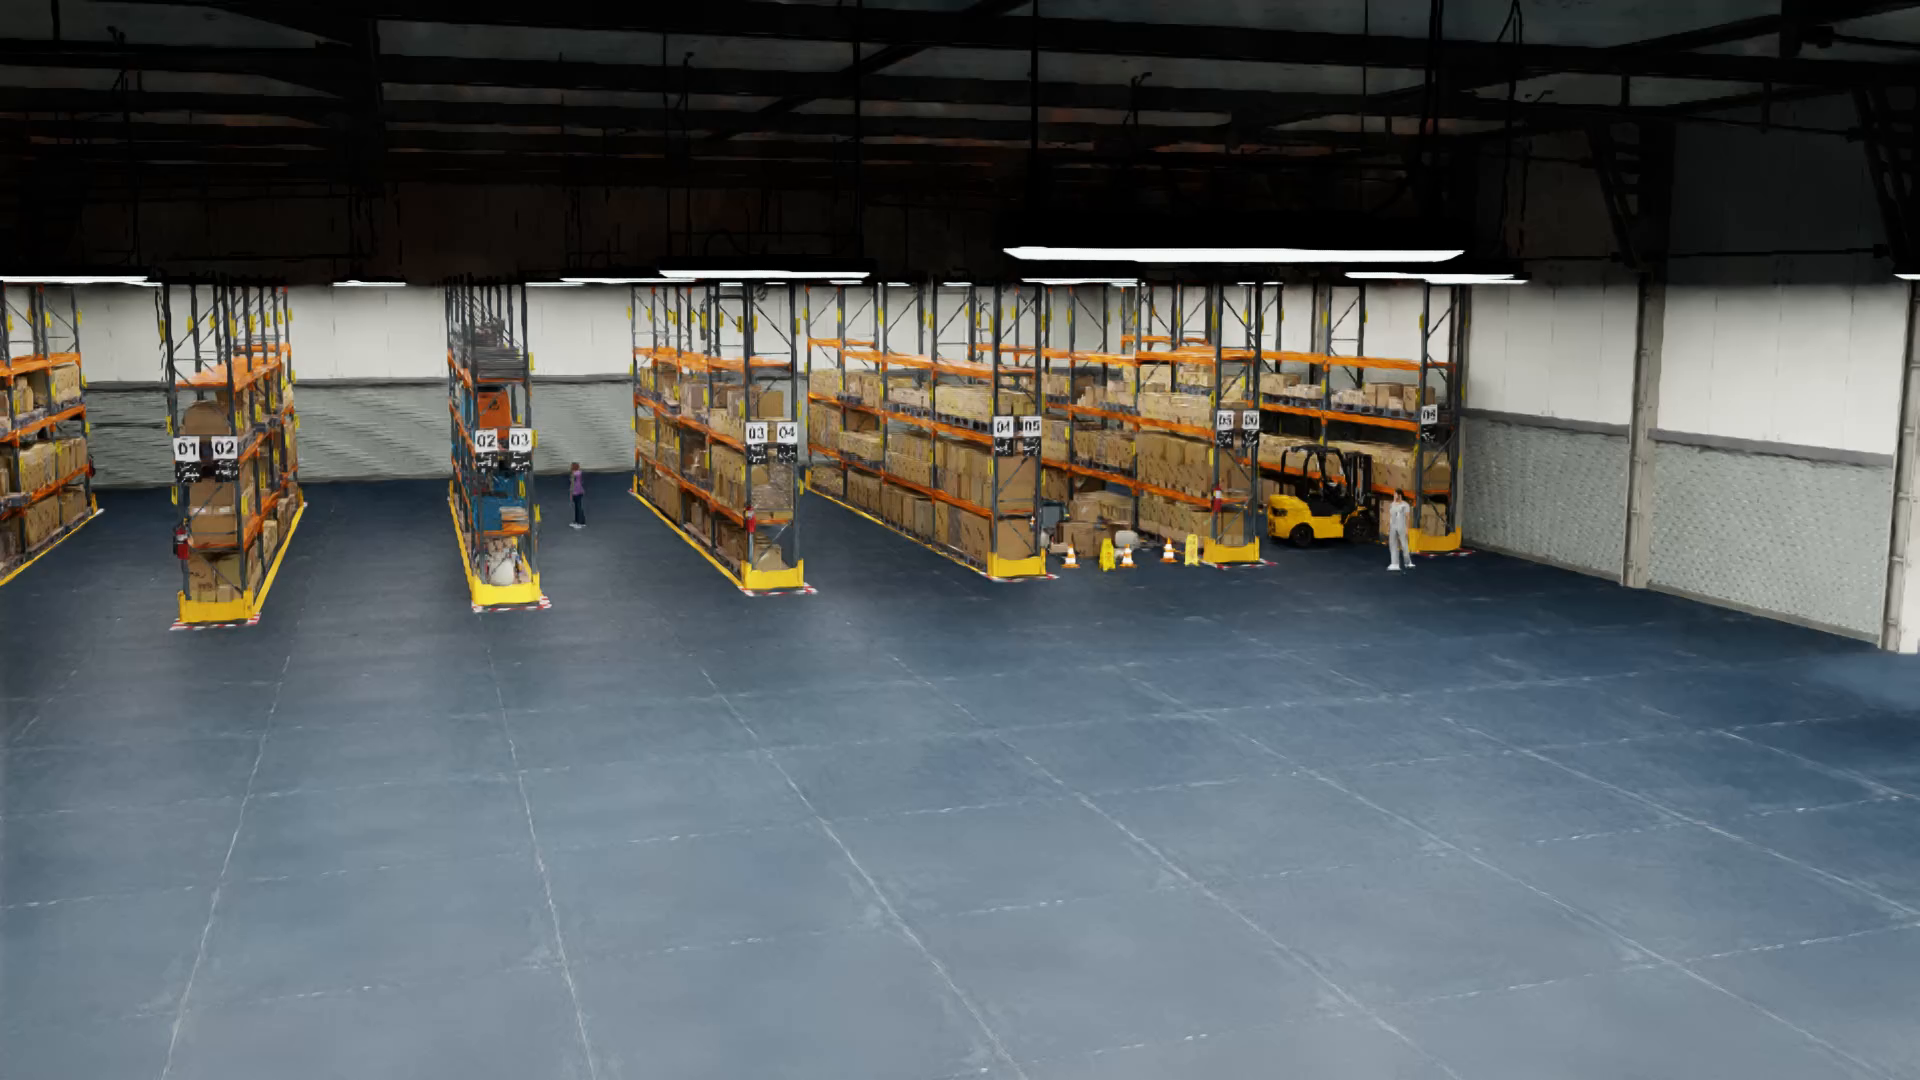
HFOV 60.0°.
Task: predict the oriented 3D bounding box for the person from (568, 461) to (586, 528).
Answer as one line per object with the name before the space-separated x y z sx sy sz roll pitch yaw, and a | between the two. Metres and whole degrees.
person | -9.240 -1.099 40.015 0.522 1.580 0.523 2 9 11

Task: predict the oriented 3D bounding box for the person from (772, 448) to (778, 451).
person | -5.363 -2.323 47.490 0.553 1.778 0.682 -5 10 -29

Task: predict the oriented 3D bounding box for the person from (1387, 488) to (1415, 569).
person | 9.085 -0.232 34.239 0.537 1.642 0.563 -8 12 -44
